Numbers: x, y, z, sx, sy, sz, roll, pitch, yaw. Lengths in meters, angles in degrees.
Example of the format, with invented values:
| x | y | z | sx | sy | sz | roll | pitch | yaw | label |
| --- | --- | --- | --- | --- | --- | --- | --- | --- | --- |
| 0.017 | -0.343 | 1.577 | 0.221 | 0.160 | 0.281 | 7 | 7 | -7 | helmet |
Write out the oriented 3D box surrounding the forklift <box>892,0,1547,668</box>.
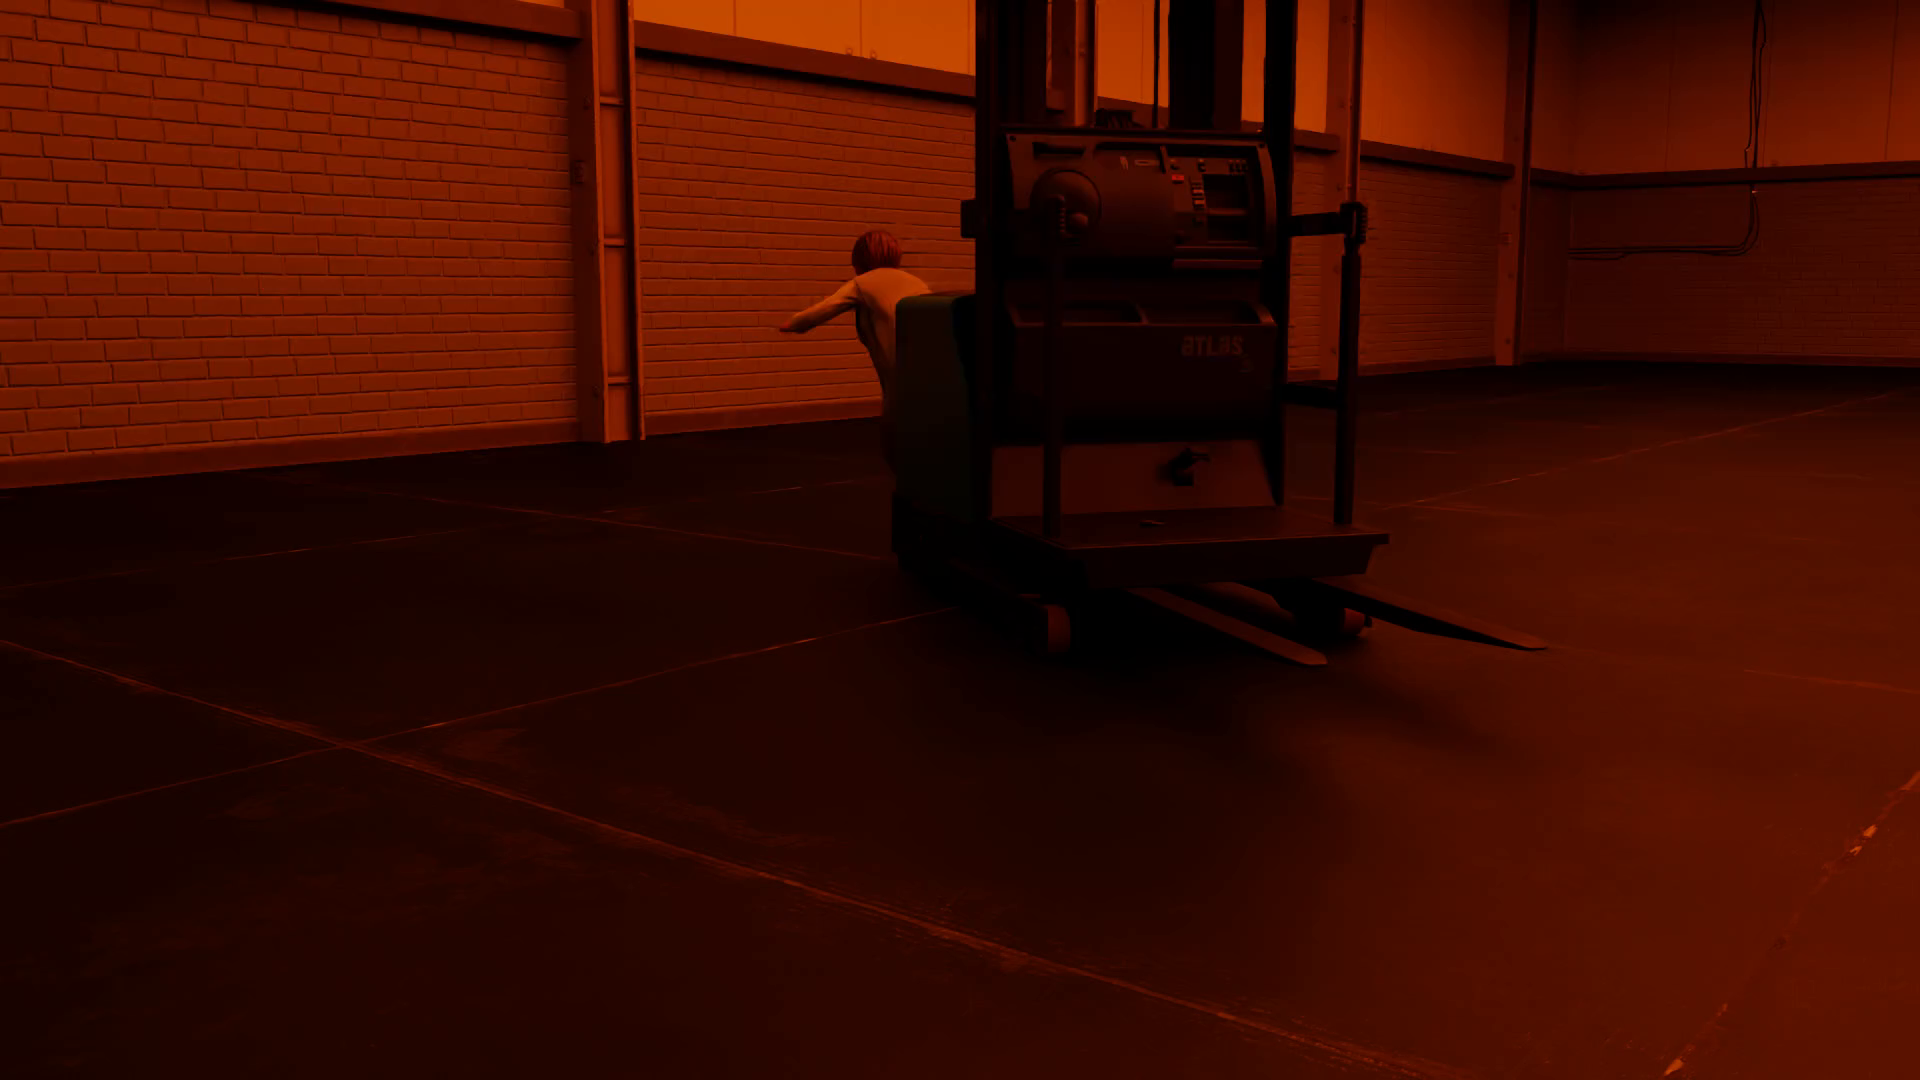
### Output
| x | y | z | sx | sy | sz | roll | pitch | yaw | label |
| --- | --- | --- | --- | --- | --- | --- | --- | --- | --- |
| 0.663 | -1.162 | 5.221 | 1.130 | 2.935 | 3.031 | -3 | 9 | -18 | forklift |

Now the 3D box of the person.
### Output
| x | y | z | sx | sy | sz | roll | pitch | yaw | label |
| --- | --- | --- | --- | --- | --- | --- | --- | --- | --- |
| -0.235 | -0.655 | 7.247 | 1.026 | 1.363 | 0.849 | -7 | 11 | -38 | person |
